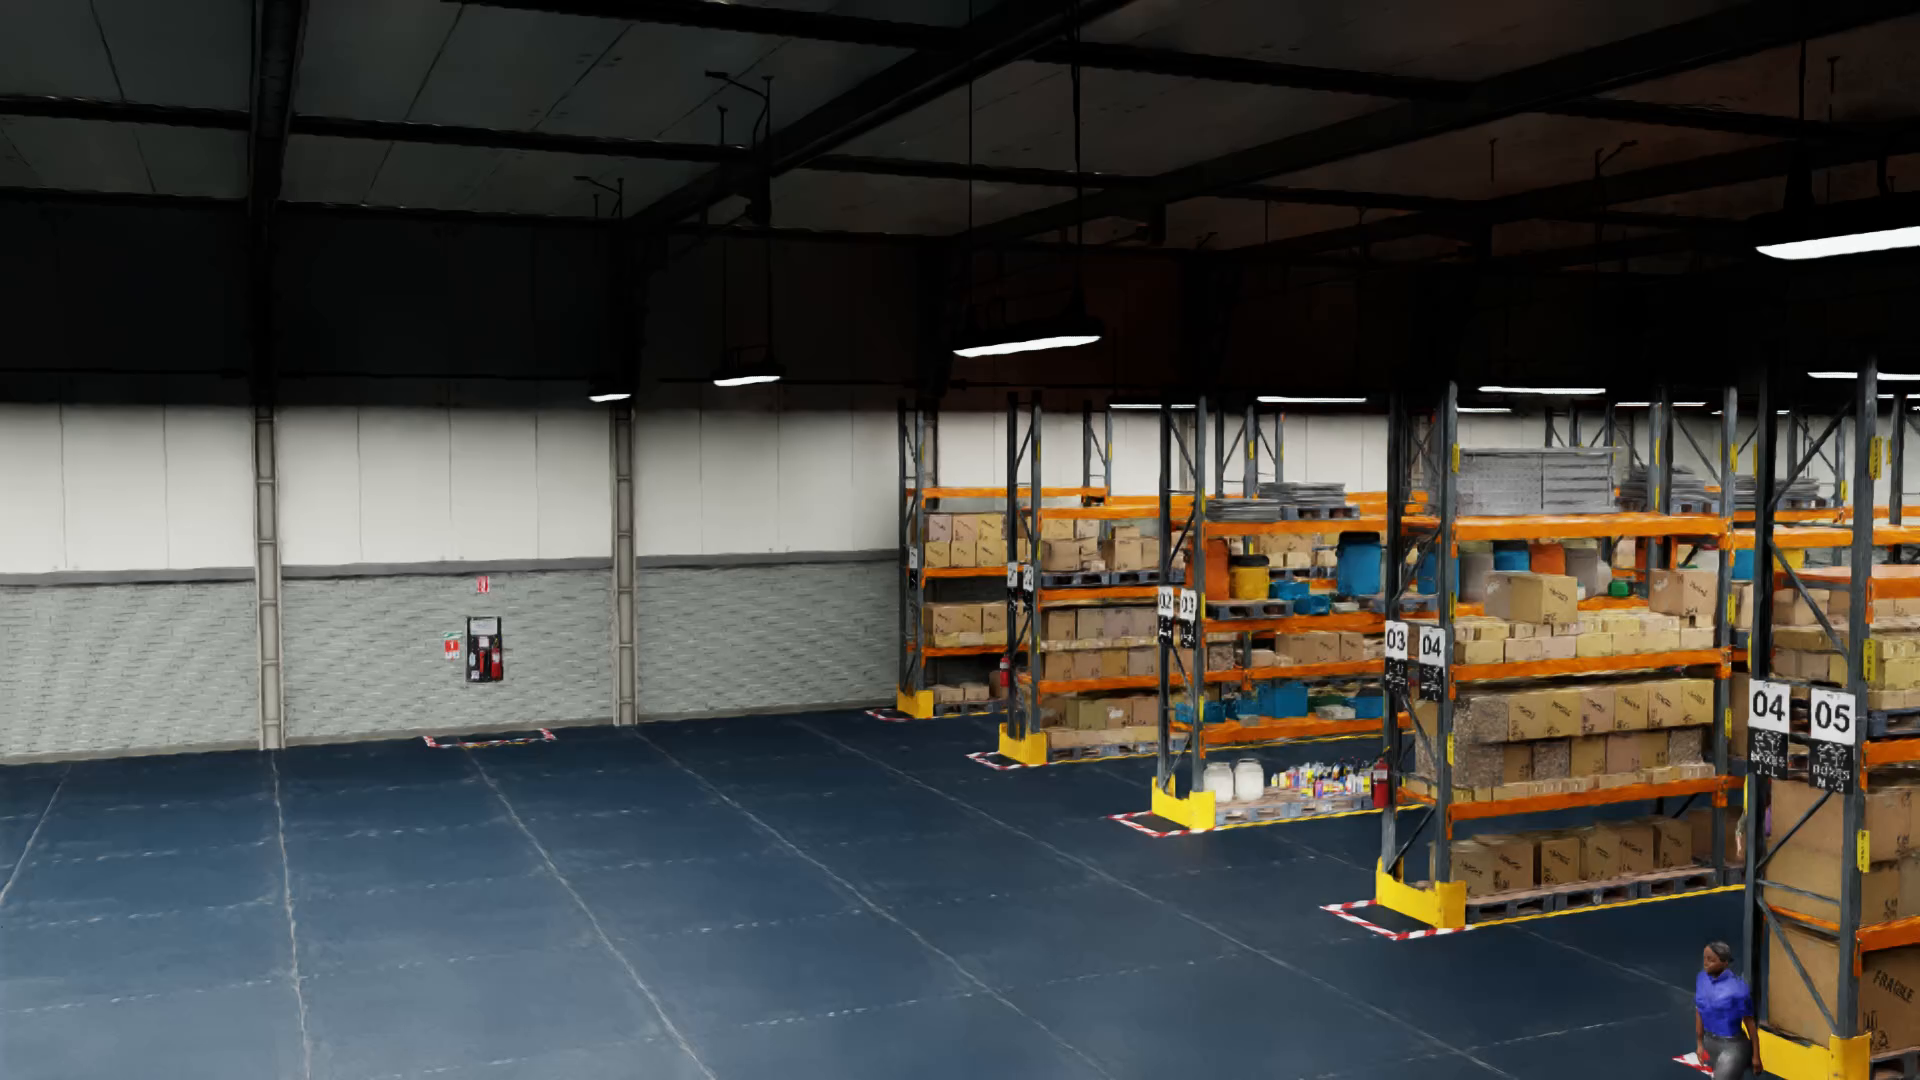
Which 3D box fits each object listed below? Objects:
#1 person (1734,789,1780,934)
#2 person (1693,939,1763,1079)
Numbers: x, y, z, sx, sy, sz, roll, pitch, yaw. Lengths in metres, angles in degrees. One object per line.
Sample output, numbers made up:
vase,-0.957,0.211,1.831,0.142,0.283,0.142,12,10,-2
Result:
person,8.566,3.357,17.673,0.788,1.512,0.561,-3,4,-41
person,5.503,3.660,12.027,1.088,1.560,0.447,-1,4,-20
